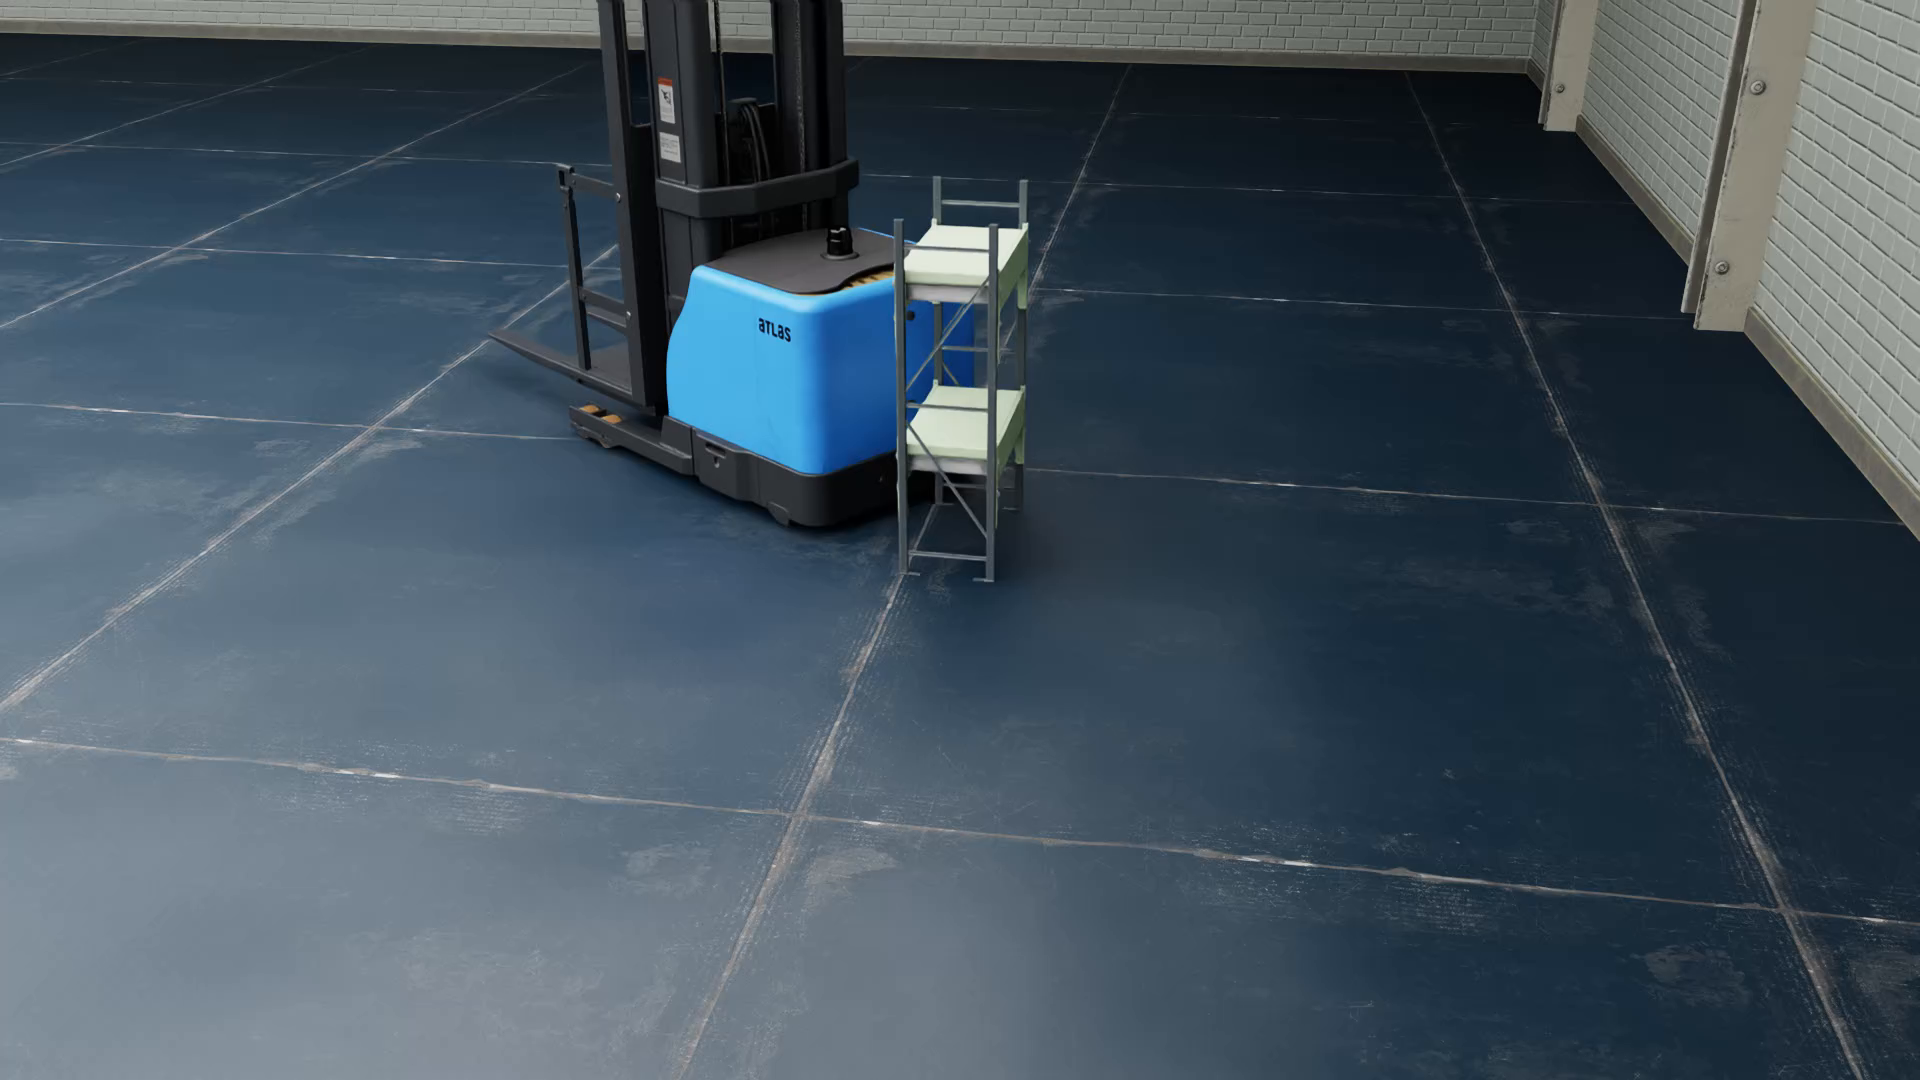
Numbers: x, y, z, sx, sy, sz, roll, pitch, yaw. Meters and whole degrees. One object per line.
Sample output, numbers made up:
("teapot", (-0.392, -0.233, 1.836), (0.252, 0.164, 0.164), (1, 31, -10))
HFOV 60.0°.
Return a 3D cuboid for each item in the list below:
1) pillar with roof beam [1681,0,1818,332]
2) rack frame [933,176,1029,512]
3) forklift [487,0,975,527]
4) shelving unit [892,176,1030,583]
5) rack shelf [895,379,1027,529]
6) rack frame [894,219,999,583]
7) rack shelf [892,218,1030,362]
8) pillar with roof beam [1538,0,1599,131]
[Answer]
("pillar with roof beam", (0.333, -5.706, 8.825), (9.100, 9.000, 0.400), (4, 25, 9))
("rack frame", (0.086, -0.825, 7.244), (0.400, 1.500, 0.023), (5, 25, 10))
("forklift", (-1.310, -1.914, 7.882), (1.130, 2.935, 3.031), (-23, 33, -39))
("shelving unit", (0.017, -0.673, 6.918), (0.431, 1.500, 0.755), (5, 25, 10))
("rack shelf", (0.017, -0.378, 7.057), (0.431, 0.370, 0.720), (5, 25, 10))
("rack frame", (-0.053, -0.521, 6.593), (0.400, 1.500, 0.023), (5, 25, 10))
("rack shelf", (0.017, -1.026, 6.753), (0.431, 0.370, 0.720), (5, 25, 10))
("pillar with roof beam", (1.314, -8.215, 14.186), (9.100, 9.000, 0.400), (4, 25, 9))
